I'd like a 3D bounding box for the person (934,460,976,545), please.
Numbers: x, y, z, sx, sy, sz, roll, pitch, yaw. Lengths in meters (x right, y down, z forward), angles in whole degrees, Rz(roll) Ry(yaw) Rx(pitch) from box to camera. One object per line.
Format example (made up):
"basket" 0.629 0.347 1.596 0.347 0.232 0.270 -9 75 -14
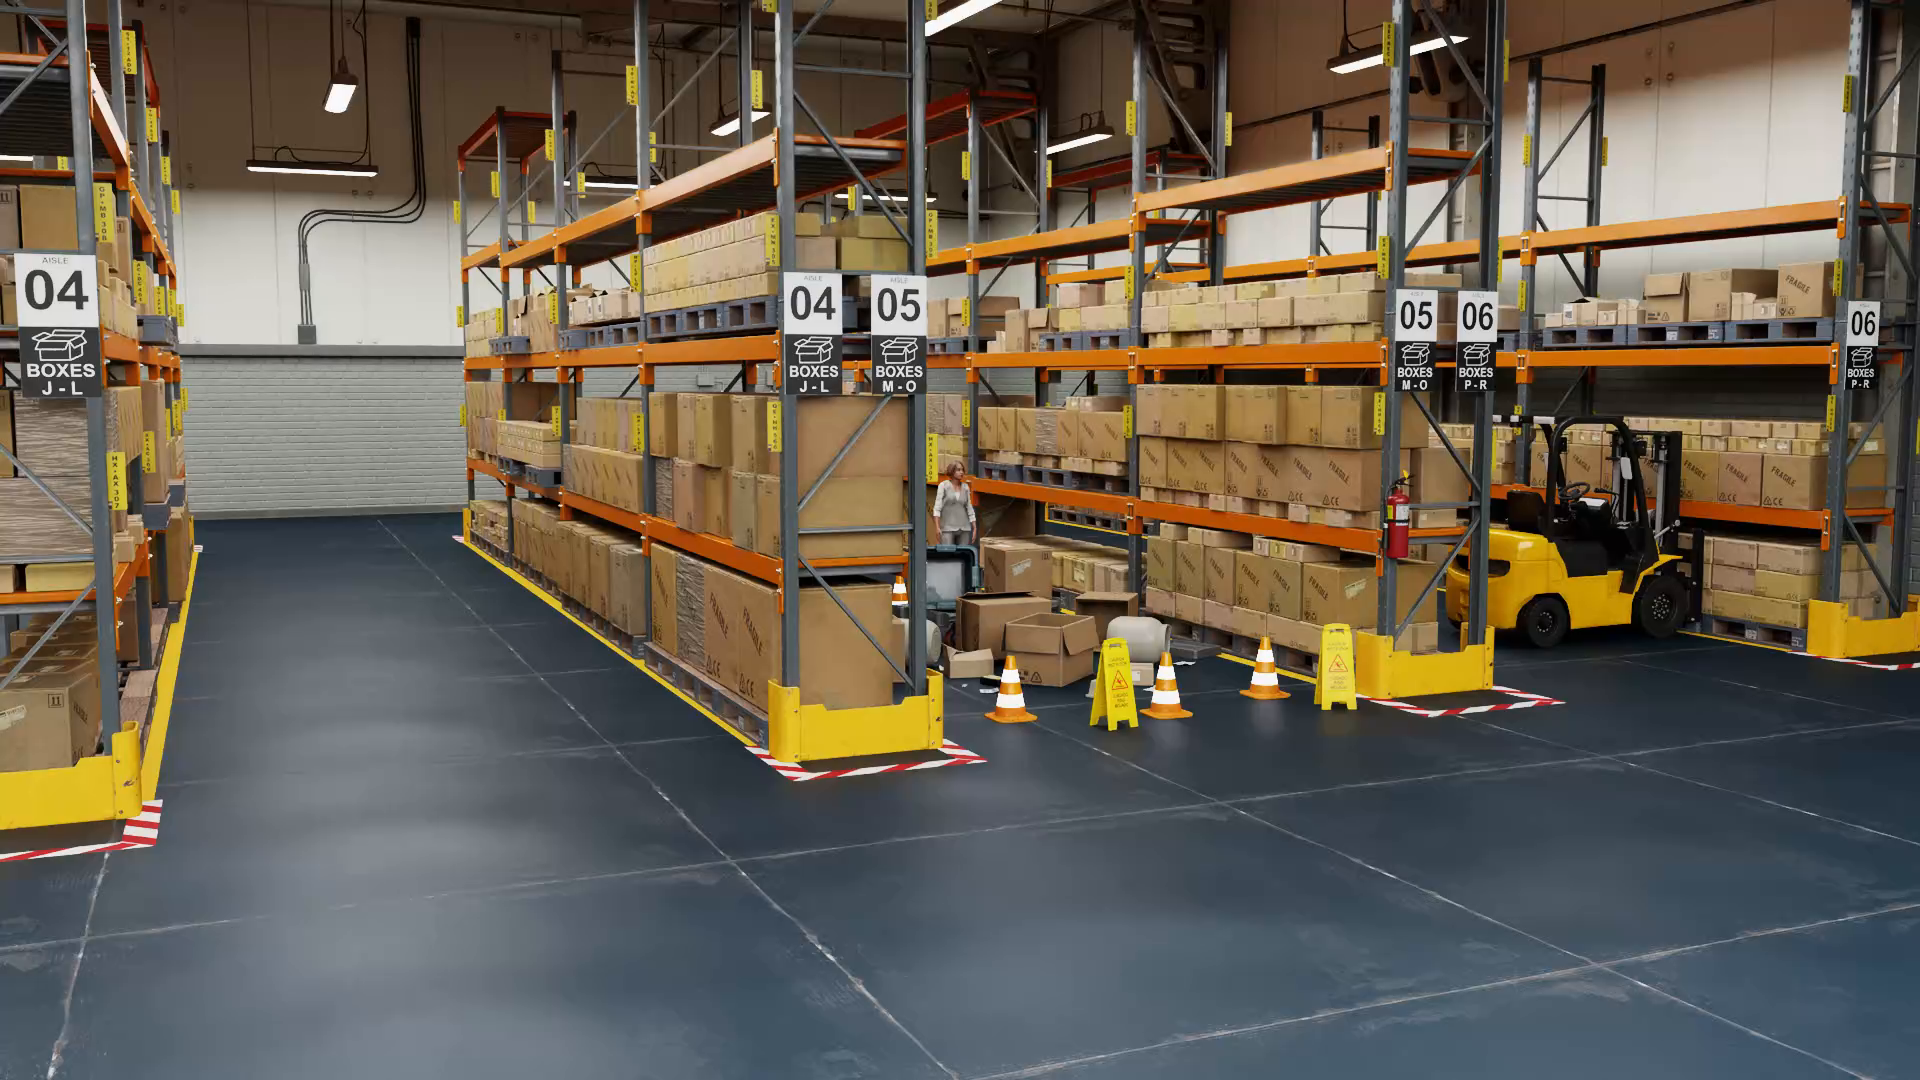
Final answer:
"person" -0.034 -0.072 18.311 0.520 1.600 0.472 -2 6 -24
